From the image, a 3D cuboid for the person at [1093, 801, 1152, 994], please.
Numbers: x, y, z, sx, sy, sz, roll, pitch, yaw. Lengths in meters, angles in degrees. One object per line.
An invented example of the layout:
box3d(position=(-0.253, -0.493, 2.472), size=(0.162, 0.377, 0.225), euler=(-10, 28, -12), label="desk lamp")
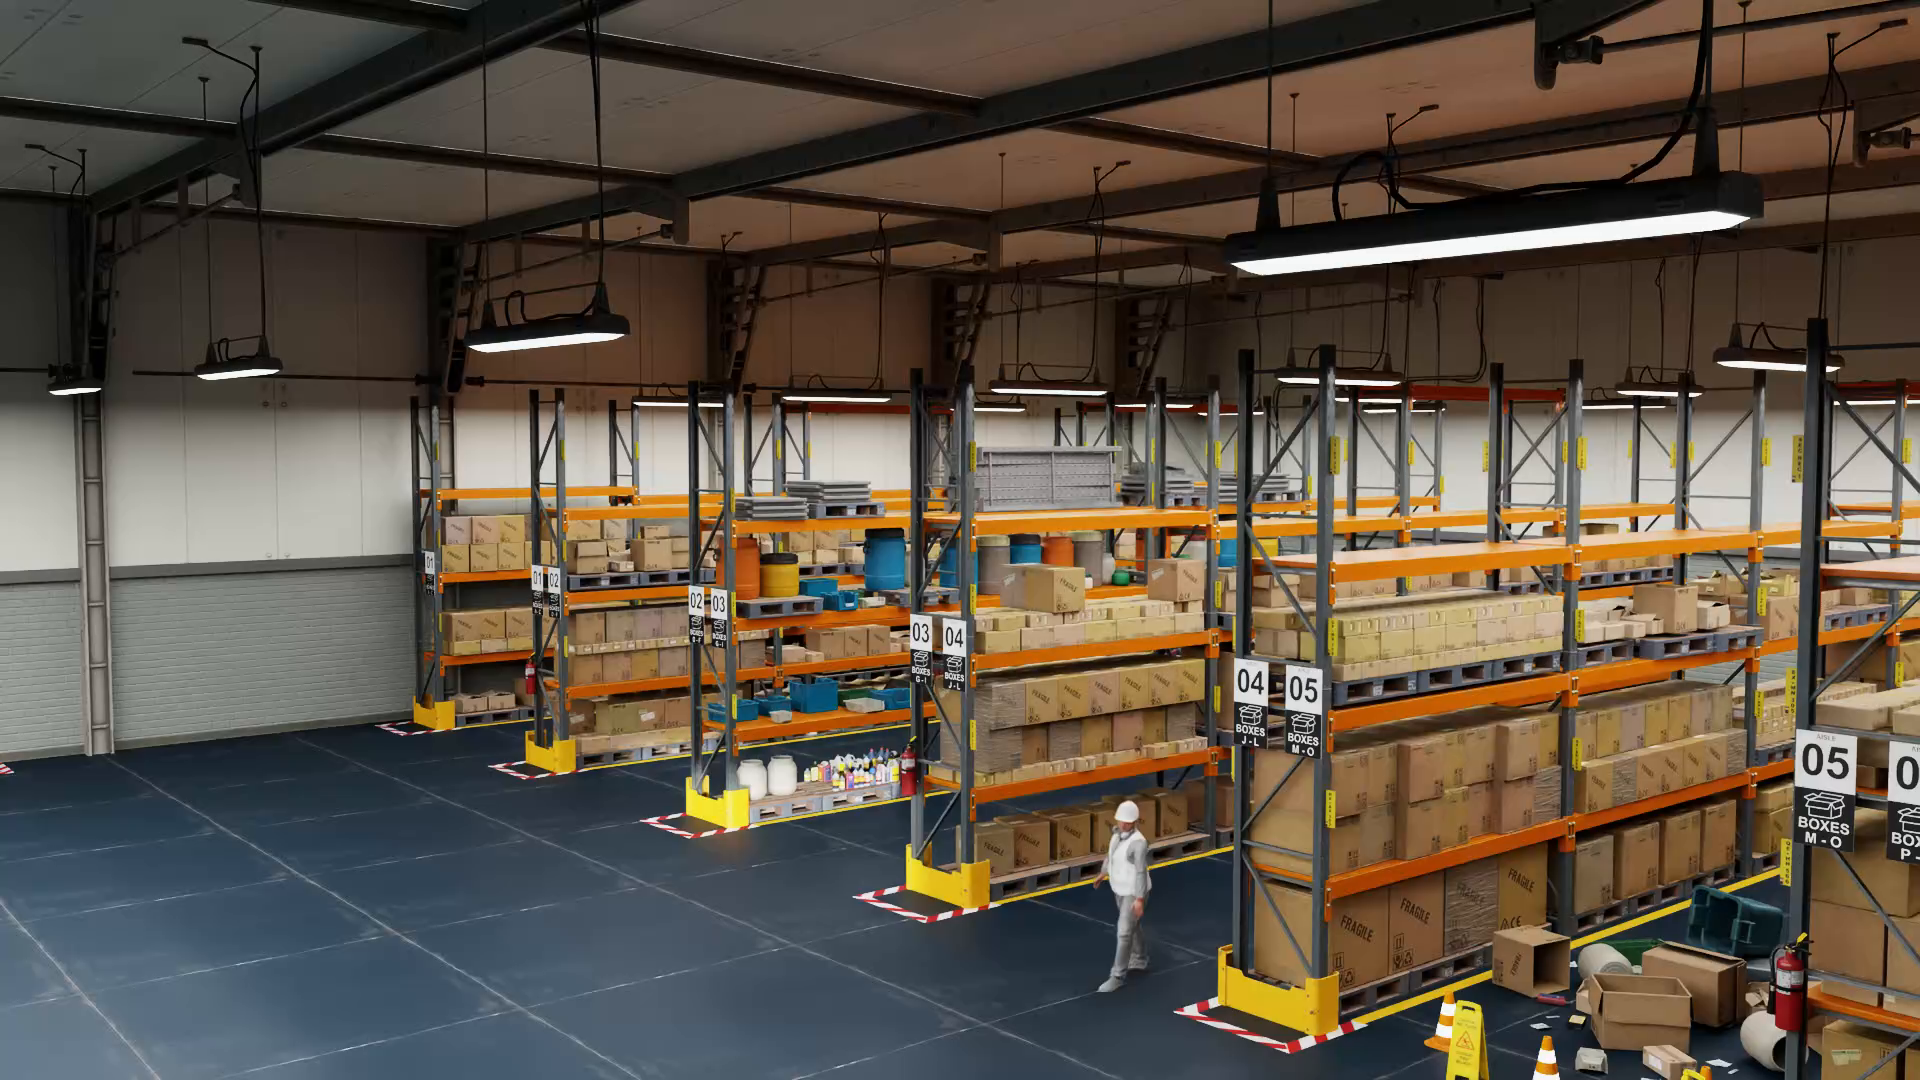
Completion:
box3d(position=(1.548, 3.347, 15.906), size=(0.709, 1.773, 0.737), euler=(-1, 4, -22), label="person")
